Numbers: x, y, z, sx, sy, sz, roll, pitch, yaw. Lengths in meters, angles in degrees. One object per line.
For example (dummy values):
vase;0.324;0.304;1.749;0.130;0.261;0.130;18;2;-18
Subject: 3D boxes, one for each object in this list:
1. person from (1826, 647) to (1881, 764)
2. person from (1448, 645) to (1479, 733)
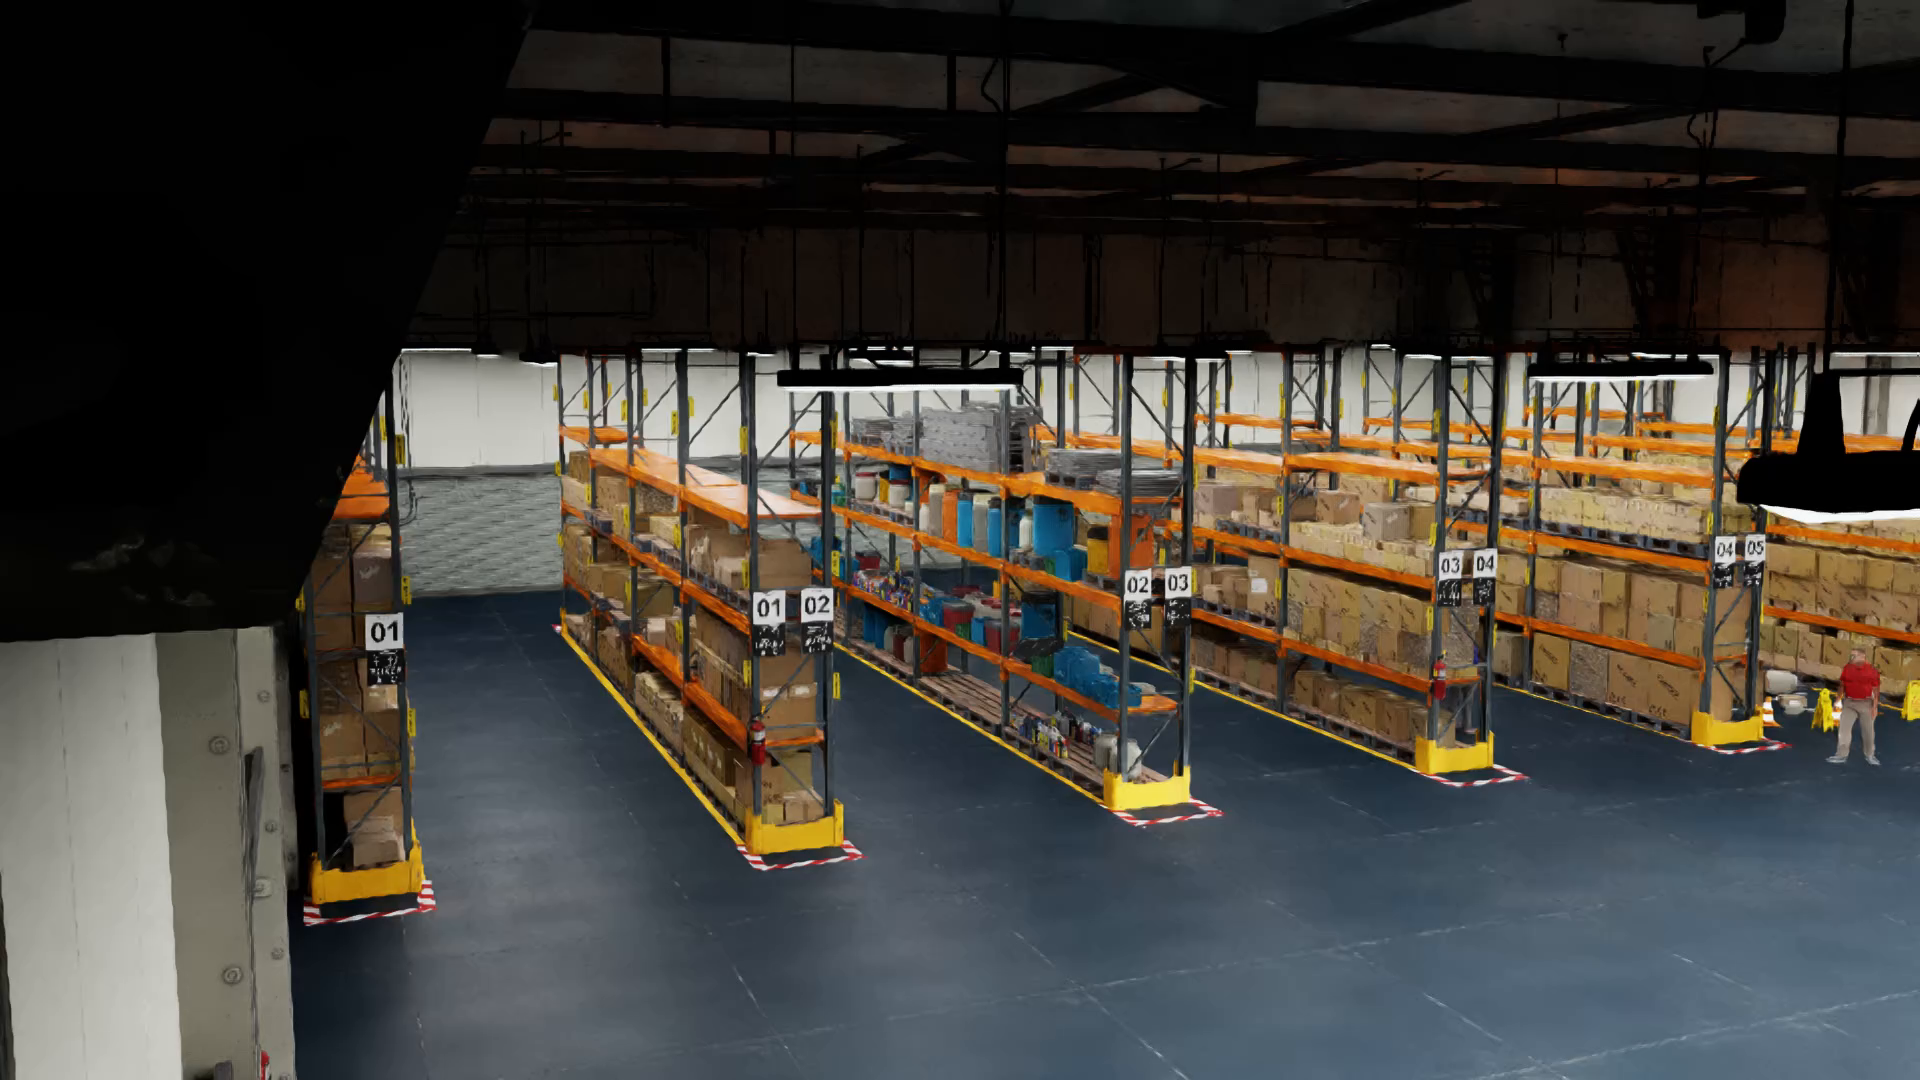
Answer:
person;13.047;2.407;24.224;0.631;1.711;0.674;-6;9;-38
person;7.928;2.180;26.174;0.507;1.666;0.414;5;9;37
